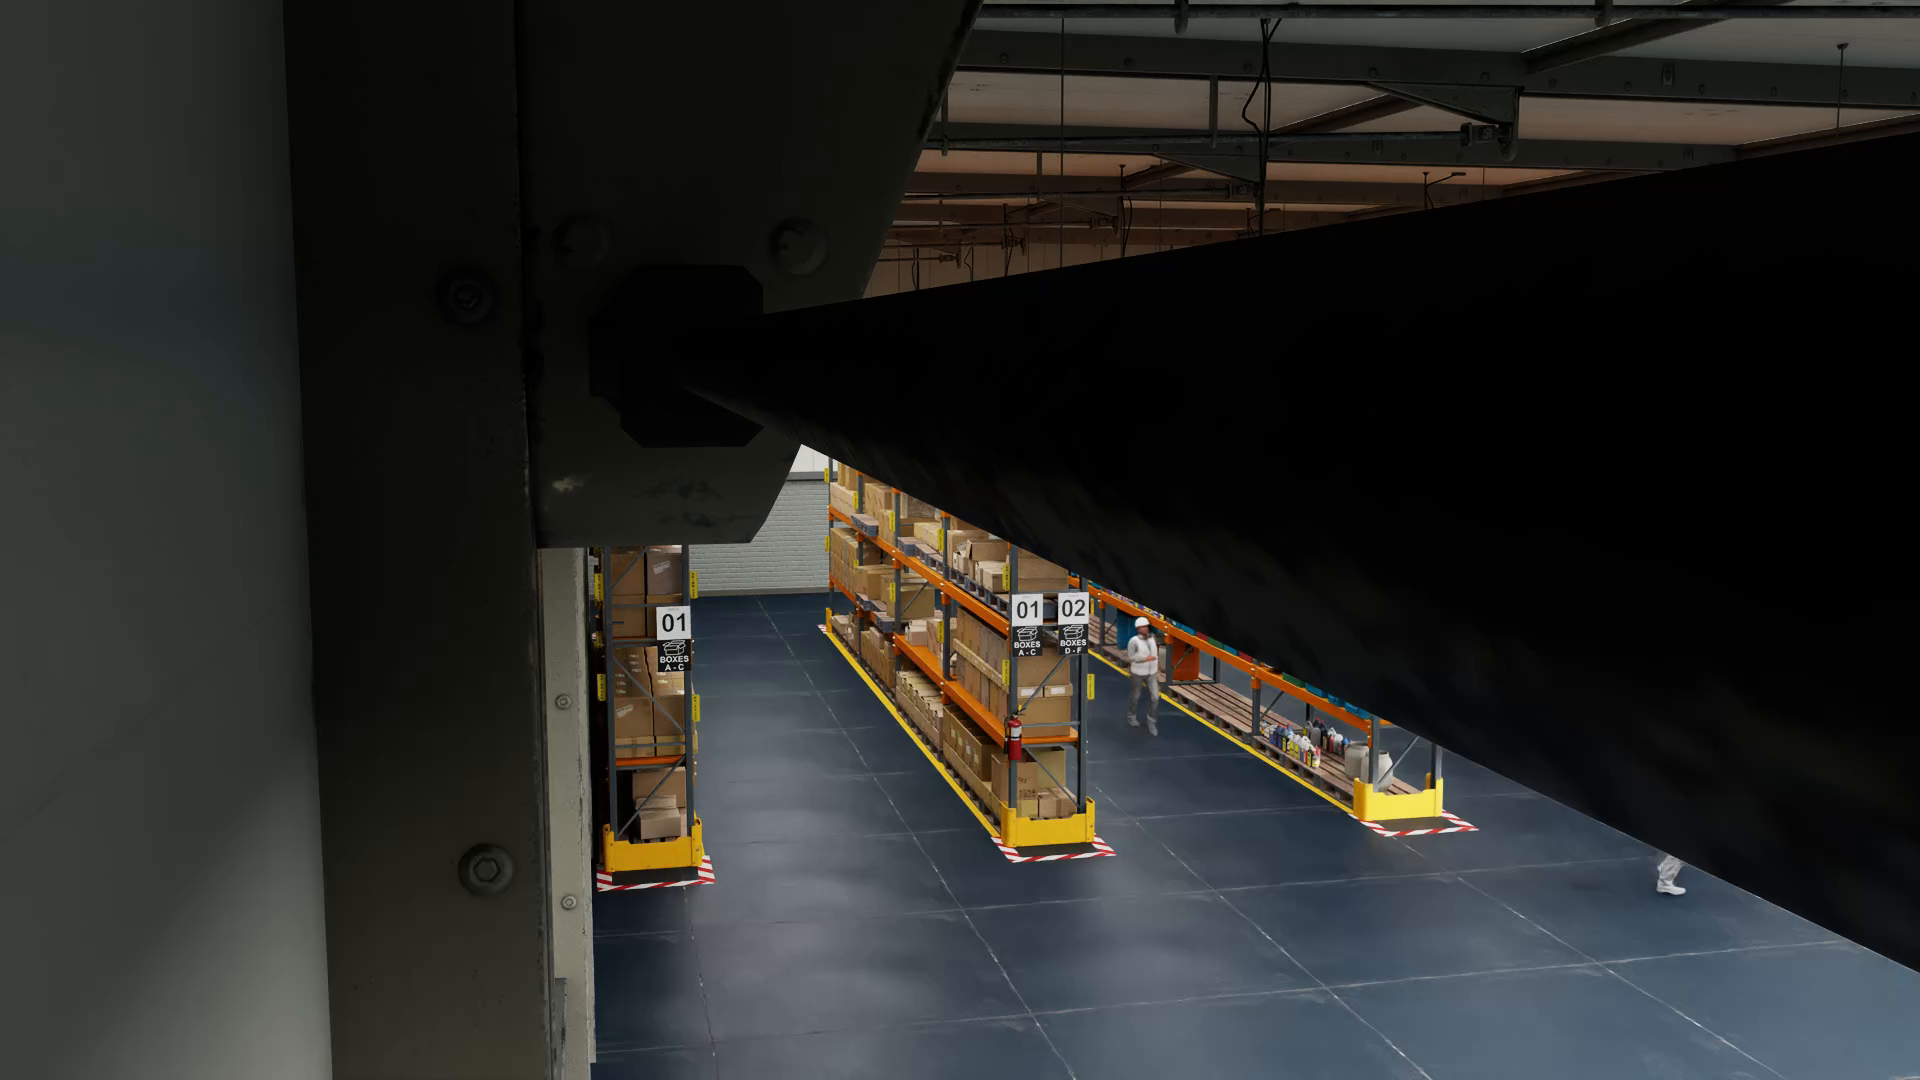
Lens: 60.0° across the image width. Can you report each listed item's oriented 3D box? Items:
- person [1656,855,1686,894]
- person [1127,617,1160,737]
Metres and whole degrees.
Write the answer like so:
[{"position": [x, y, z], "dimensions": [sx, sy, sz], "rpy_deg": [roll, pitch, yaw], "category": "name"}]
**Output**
[{"position": [8.319, 3.202, 19.047], "dimensions": [0.587, 1.740, 0.683], "rpy_deg": [1, 7, 12], "category": "person"}, {"position": [2.896, 2.140, 26.121], "dimensions": [0.622, 1.871, 0.731], "rpy_deg": [-3, 7, -23], "category": "person"}]
